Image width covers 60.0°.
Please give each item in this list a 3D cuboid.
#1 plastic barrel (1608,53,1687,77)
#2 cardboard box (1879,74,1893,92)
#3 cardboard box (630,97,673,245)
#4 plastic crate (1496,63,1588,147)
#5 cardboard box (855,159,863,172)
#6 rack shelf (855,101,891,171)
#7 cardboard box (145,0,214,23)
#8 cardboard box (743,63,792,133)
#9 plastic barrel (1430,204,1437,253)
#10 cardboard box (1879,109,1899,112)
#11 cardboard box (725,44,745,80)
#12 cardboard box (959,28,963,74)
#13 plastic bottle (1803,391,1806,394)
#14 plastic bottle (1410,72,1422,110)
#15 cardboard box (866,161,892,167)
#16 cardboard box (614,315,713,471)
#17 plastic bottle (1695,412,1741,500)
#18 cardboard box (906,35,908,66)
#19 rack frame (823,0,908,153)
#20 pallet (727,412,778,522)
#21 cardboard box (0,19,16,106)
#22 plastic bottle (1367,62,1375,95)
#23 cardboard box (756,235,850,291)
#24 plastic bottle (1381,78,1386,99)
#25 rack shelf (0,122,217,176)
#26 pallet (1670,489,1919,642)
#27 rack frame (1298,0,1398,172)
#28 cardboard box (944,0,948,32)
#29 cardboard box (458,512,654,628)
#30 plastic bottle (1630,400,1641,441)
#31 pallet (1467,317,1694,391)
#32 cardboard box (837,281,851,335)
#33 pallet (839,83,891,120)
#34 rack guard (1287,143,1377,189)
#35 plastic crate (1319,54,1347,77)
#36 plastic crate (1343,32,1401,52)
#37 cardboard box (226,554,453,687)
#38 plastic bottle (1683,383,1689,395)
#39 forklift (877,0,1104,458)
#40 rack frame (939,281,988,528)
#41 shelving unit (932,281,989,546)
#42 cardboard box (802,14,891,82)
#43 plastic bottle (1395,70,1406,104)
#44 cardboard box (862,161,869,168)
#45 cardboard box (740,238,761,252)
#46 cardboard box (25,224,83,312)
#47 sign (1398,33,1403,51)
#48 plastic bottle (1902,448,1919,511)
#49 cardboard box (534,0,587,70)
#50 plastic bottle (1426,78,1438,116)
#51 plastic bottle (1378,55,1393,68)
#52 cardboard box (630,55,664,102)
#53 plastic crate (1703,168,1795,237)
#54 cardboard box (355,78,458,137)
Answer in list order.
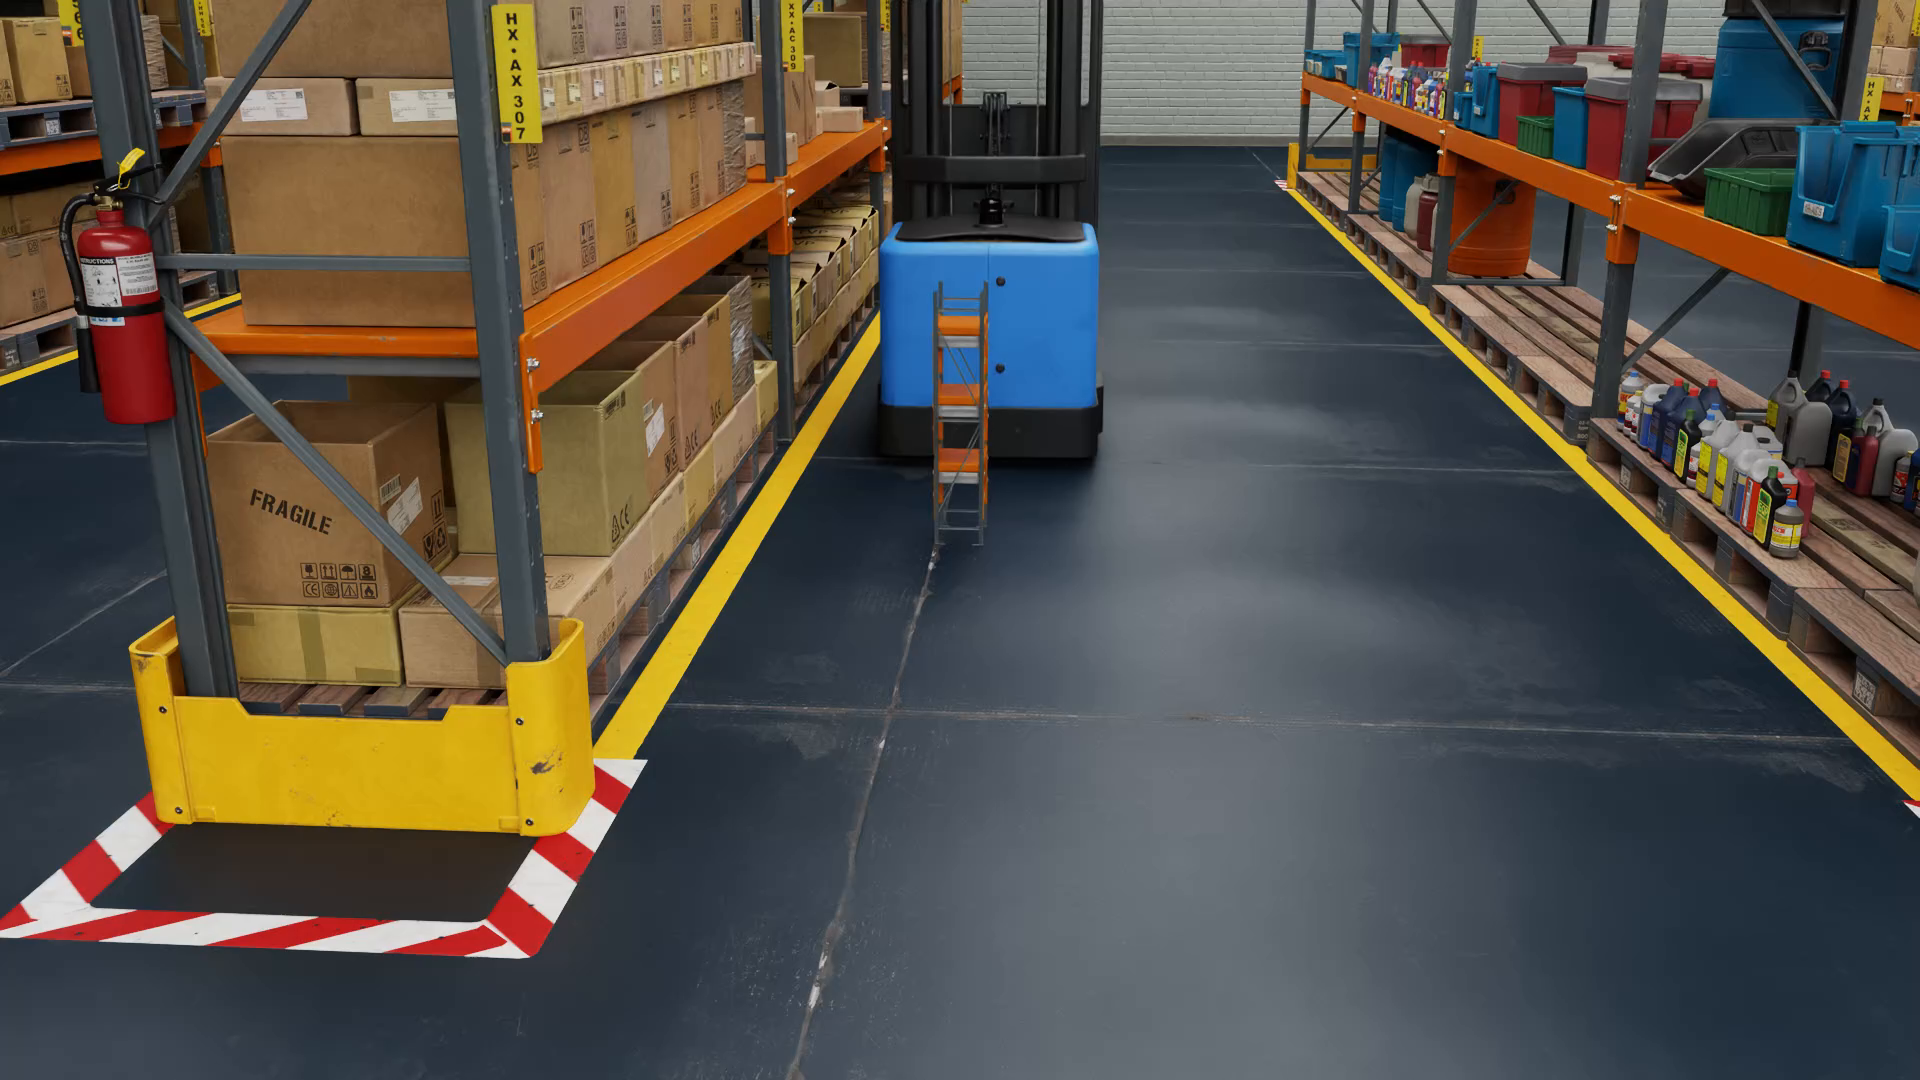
[{"bbox_3d":[3.967,-2.549,9.665,0.433,0.535,0.433,0,18,0],"label":"plastic barrel"},{"bbox_3d":[8.823,-4.266,15.529,0.380,0.149,0.250,2,18,5],"label":"cardboard box"},{"bbox_3d":[-1.477,-1.372,6.132,0.700,0.500,0.500,2,18,6],"label":"cardboard box"},{"bbox_3d":[3.462,-2.607,9.960,0.402,0.464,0.583,1,18,4],"label":"plastic crate"},{"bbox_3d":[-1.120,-3.348,14.427,0.500,0.250,0.500,1,18,4],"label":"cardboard box"},{"bbox_3d":[-0.914,-3.463,13.829,1.077,0.370,4.000,1,18,4],"label":"rack shelf"},{"bbox_3d":[-5.707,-3.992,12.414,0.500,0.250,0.500,2,18,5],"label":"cardboard box"},{"bbox_3d":[-1.235,-2.391,9.241,0.500,0.500,0.500,3,18,8],"label":"cardboard box"},{"bbox_3d":[3.852,-2.419,12.809,0.421,0.512,0.421,0,18,0],"label":"plastic barrel"},{"bbox_3d":[9.301,-3.876,16.673,0.875,0.875,0.875,1,18,4],"label":"cardboard box"},{"bbox_3d":[-1.170,-2.131,7.407,0.380,0.149,0.250,1,18,3],"label":"cardboard box"},{"bbox_3d":[-0.245,-5.571,18.946,0.500,0.500,0.500,2,18,6],"label":"cardboard box"},{"bbox_3d":[3.881,-0.589,7.691,0.097,0.201,0.097,0,18,0],"label":"plastic bottle"},{"bbox_3d":[3.568,-3.506,12.994,0.061,0.283,0.133,1,18,4],"label":"plastic bottle"},{"bbox_3d":[-0.564,-3.134,14.978,0.500,0.500,0.500,1,18,4],"label":"cardboard box"},{"bbox_3d":[-1.261,-0.576,6.399,0.500,0.500,0.500,1,18,4],"label":"cardboard box"},{"bbox_3d":[3.080,-0.348,6.714,0.144,0.351,0.185,1,18,3],"label":"plastic bottle"},{"bbox_3d":[-0.462,-4.626,16.062,0.500,0.500,0.500,2,18,5],"label":"cardboard box"},{"bbox_3d":[-0.771,-4.426,15.613,1.000,3.000,0.127,1,18,4],"label":"rack frame"},{"bbox_3d":[-1.443,-0.370,7.713,1.003,0.211,1.213,1,18,4],"label":"pallet"},{"bbox_3d":[-6.152,-2.843,9.915,0.700,0.500,0.500,4,19,11],"label":"cardboard box"},{"bbox_3d":[3.718,-4.154,14.971,0.061,0.283,0.133,1,18,4],"label":"plastic bottle"},{"bbox_3d":[-0.957,-1.701,10.138,0.500,0.311,0.500,2,18,5],"label":"cardboard box"},{"bbox_3d":[3.688,-3.905,14.343,0.097,0.201,0.097,0,18,0],"label":"plastic bottle"},{"bbox_3d":[-6.142,-2.330,10.372,1.077,0.370,4.000,1,18,4],"label":"rack shelf"},{"bbox_3d":[3.422,0.083,6.330,1.003,0.211,1.213,1,18,4],"label":"pallet"},{"bbox_3d":[4.456,-5.556,19.063,1.000,3.000,0.127,1,18,4],"label":"rack frame"},{"bbox_3d":[-0.382,-5.408,16.845,0.500,0.500,0.500,1,18,2],"label":"cardboard box"},{"bbox_3d":[-1.339,0.091,5.569,0.500,0.250,0.500,1,18,4],"label":"cardboard box"},{"bbox_3d":[3.121,-0.556,7.591,0.097,0.201,0.097,0,18,0],"label":"plastic bottle"},{"bbox_3d":[3.698,-1.129,10.030,1.003,0.211,1.213,1,18,4],"label":"pallet"},{"bbox_3d":[-0.958,-1.432,10.216,0.500,0.250,0.500,2,18,5],"label":"cardboard box"},{"bbox_3d":[-1.079,-3.304,12.499,1.213,0.211,1.003,1,18,4],"label":"pallet"},{"bbox_3d":[4.445,-4.376,19.476,1.175,0.500,0.348,1,18,4],"label":"rack guard"},{"bbox_3d":[4.016,-5.027,17.620,0.416,0.233,0.300,1,18,4],"label":"plastic crate"},{"bbox_3d":[4.619,-5.494,18.718,0.616,0.435,0.499,1,18,4],"label":"plastic crate"},{"bbox_3d":[-1.887,0.235,5.130,0.500,0.250,0.500,1,18,4],"label":"cardboard box"},{"bbox_3d":[3.246,-0.555,7.456,0.061,0.283,0.133,1,18,4],"label":"plastic bottle"},{"bbox_3d":[0.197,-2.189,8.897,1.130,2.935,3.031,1,18,2],"label":"forklift"},{"bbox_3d":[0.013,-0.553,6.926,0.200,1.050,0.008,1,18,4],"label":"rack frame"},{"bbox_3d":[0.004,-0.516,6.810,0.215,1.050,0.252,1,18,4],"label":"shelving unit"},{"bbox_3d":[-0.869,-3.909,13.199,0.700,0.500,0.500,5,19,14],"label":"cardboard box"},{"bbox_3d":[3.638,-3.723,13.674,0.097,0.271,0.097,0,18,0],"label":"plastic bottle"},{"bbox_3d":[-1.076,-3.136,14.985,0.500,0.500,0.500,2,18,5],"label":"cardboard box"},{"bbox_3d":[-1.492,-1.705,10.151,0.500,0.311,0.500,1,18,3],"label":"cardboard box"},{"bbox_3d":[-6.159,-1.777,10.837,0.700,0.500,0.500,1,18,4],"label":"cardboard box"},{"bbox_3d":[5.006,-5.627,19.016,0.100,0.325,0.005,1,18,4],"label":"sign"},{"bbox_3d":[3.796,-0.256,6.563,0.097,0.271,0.097,0,18,0],"label":"plastic bottle"},{"bbox_3d":[-1.549,-1.688,5.012,0.700,0.500,0.500,1,18,2],"label":"cardboard box"},{"bbox_3d":[3.543,-3.313,12.424,0.097,0.271,0.097,0,18,0],"label":"plastic bottle"},{"bbox_3d":[3.818,-4.176,14.930,0.144,0.351,0.185,1,18,4],"label":"plastic bottle"},{"bbox_3d":[-1.277,-1.649,5.936,0.380,0.149,0.250,1,18,4],"label":"cardboard box"},{"bbox_3d":[3.217,-1.313,6.455,0.450,0.188,0.662,1,18,4],"label":"plastic crate"},{"bbox_3d":[-1.388,-1.172,4.479,0.380,0.149,0.250,1,18,4],"label":"cardboard box"}]
